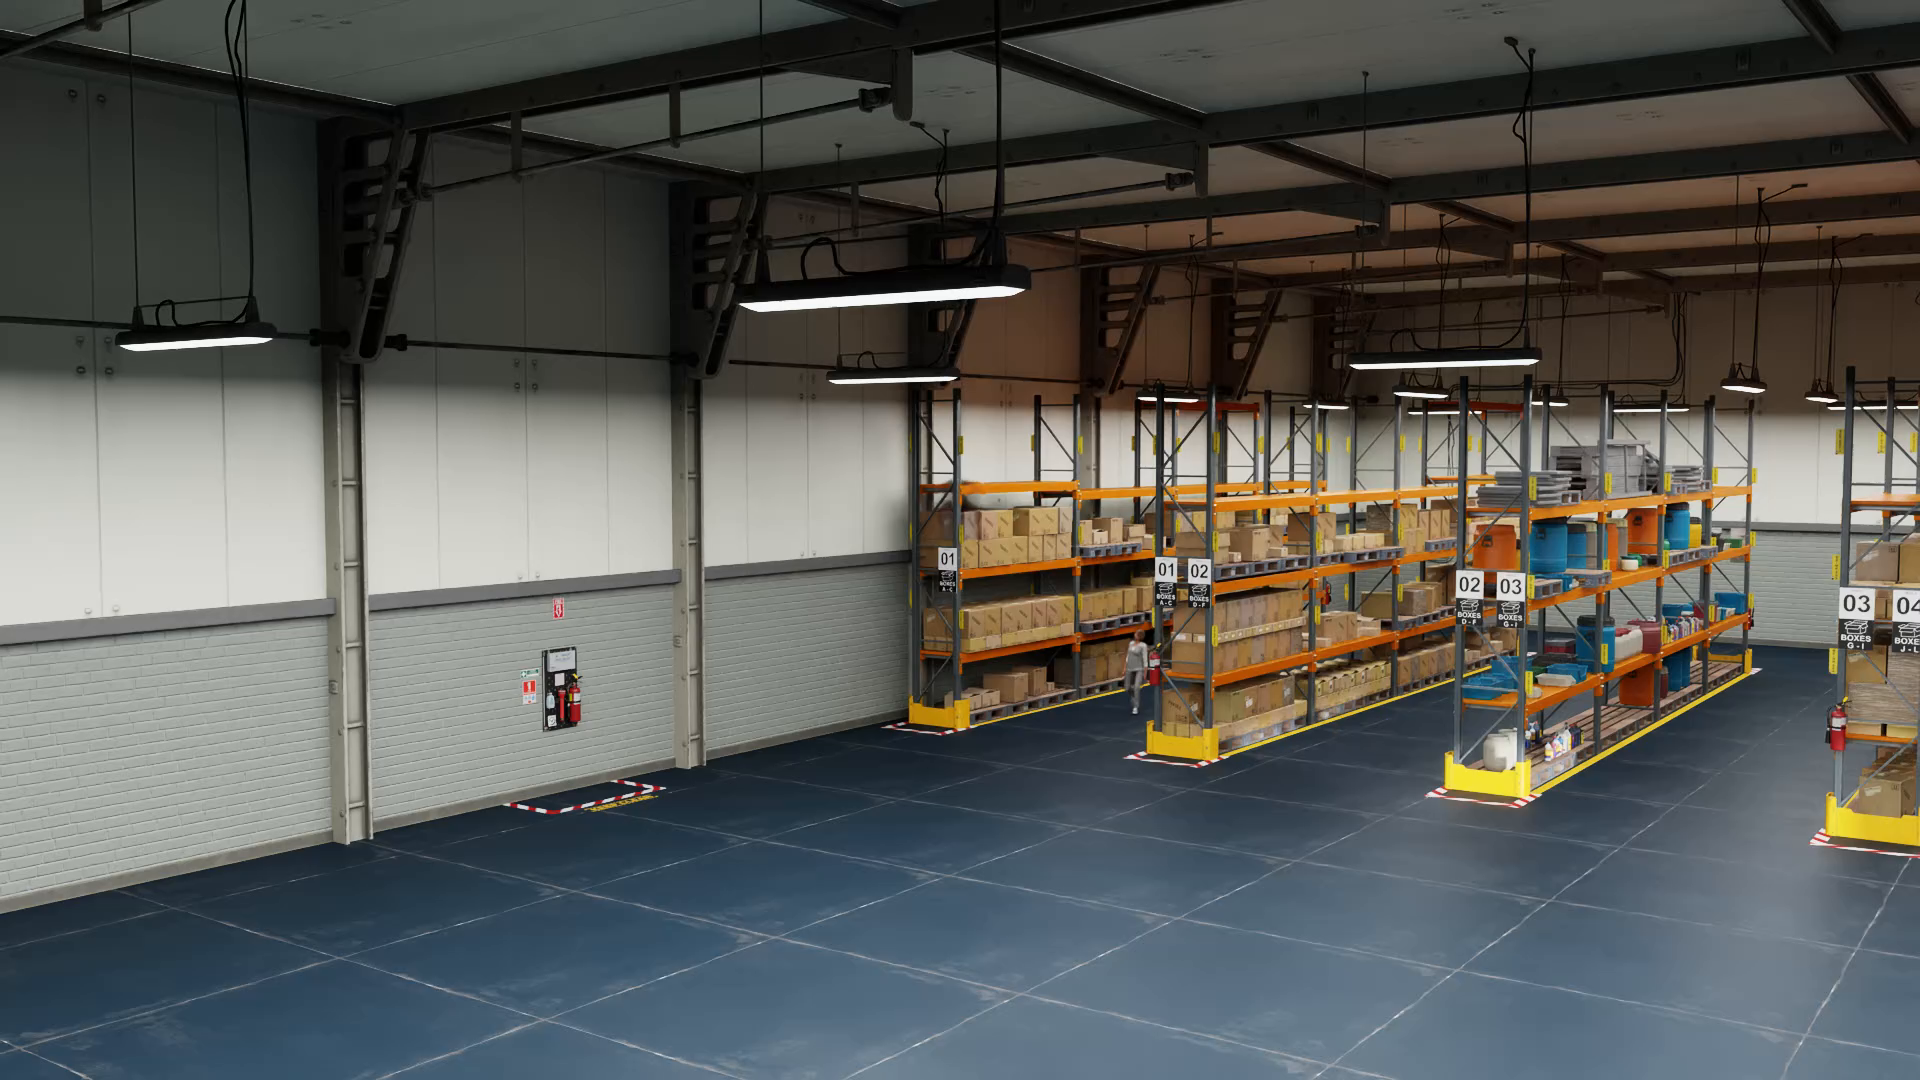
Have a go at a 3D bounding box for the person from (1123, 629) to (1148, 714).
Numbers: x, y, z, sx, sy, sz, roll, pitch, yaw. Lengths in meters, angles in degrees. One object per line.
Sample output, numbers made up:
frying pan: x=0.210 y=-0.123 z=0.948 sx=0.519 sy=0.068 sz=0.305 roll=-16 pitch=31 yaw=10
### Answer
person: x=3.307 y=2.445 z=31.137 sx=0.494 sy=1.556 sz=0.669 roll=1 pitch=4 yaw=22
